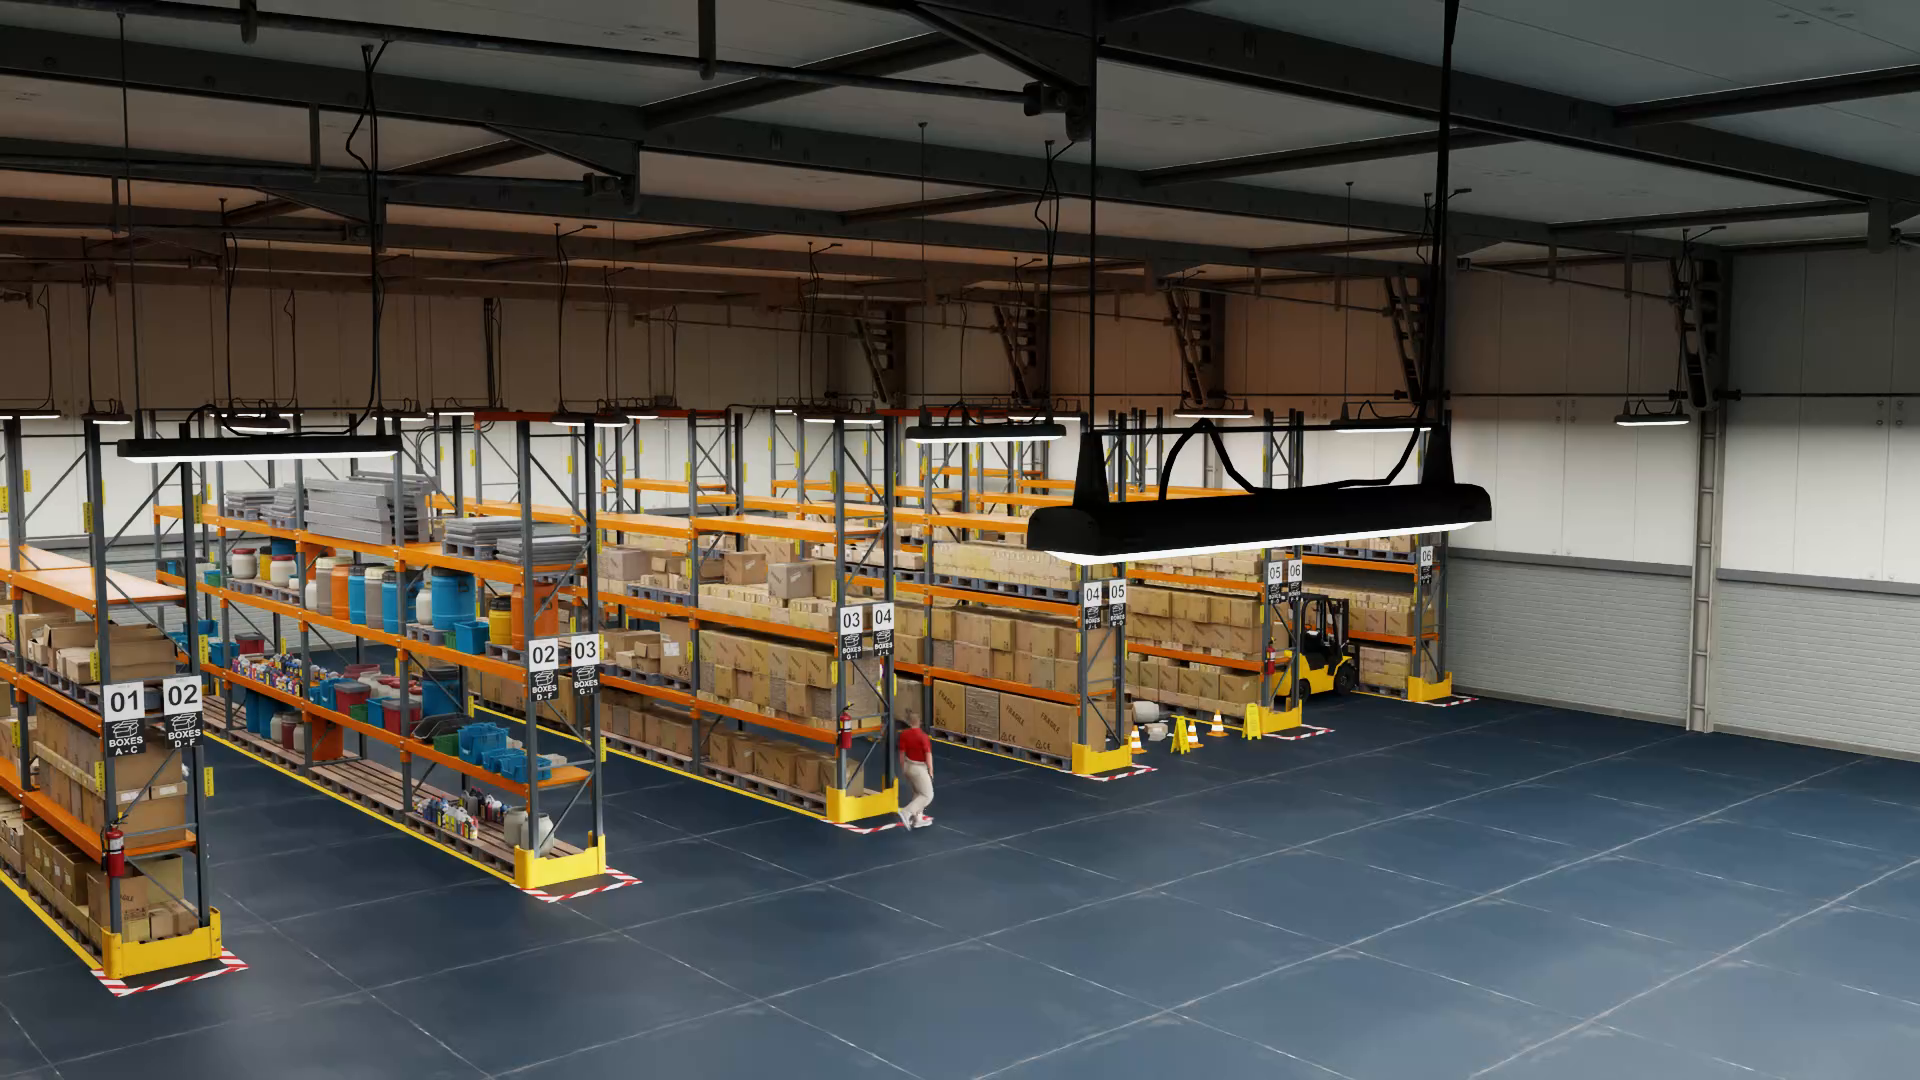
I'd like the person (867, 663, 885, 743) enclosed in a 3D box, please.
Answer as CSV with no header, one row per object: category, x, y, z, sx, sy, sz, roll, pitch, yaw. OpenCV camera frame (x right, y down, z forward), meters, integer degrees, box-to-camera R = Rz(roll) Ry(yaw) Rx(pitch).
person,-1.666,2.824,30.210,0.737,1.702,0.647,1,5,13

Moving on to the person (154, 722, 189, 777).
person,-11.534,3.325,24.288,0.570,1.833,0.646,-2,5,-17

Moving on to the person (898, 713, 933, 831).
person,-0.661,3.353,24.111,0.669,1.700,0.554,-3,6,-32
